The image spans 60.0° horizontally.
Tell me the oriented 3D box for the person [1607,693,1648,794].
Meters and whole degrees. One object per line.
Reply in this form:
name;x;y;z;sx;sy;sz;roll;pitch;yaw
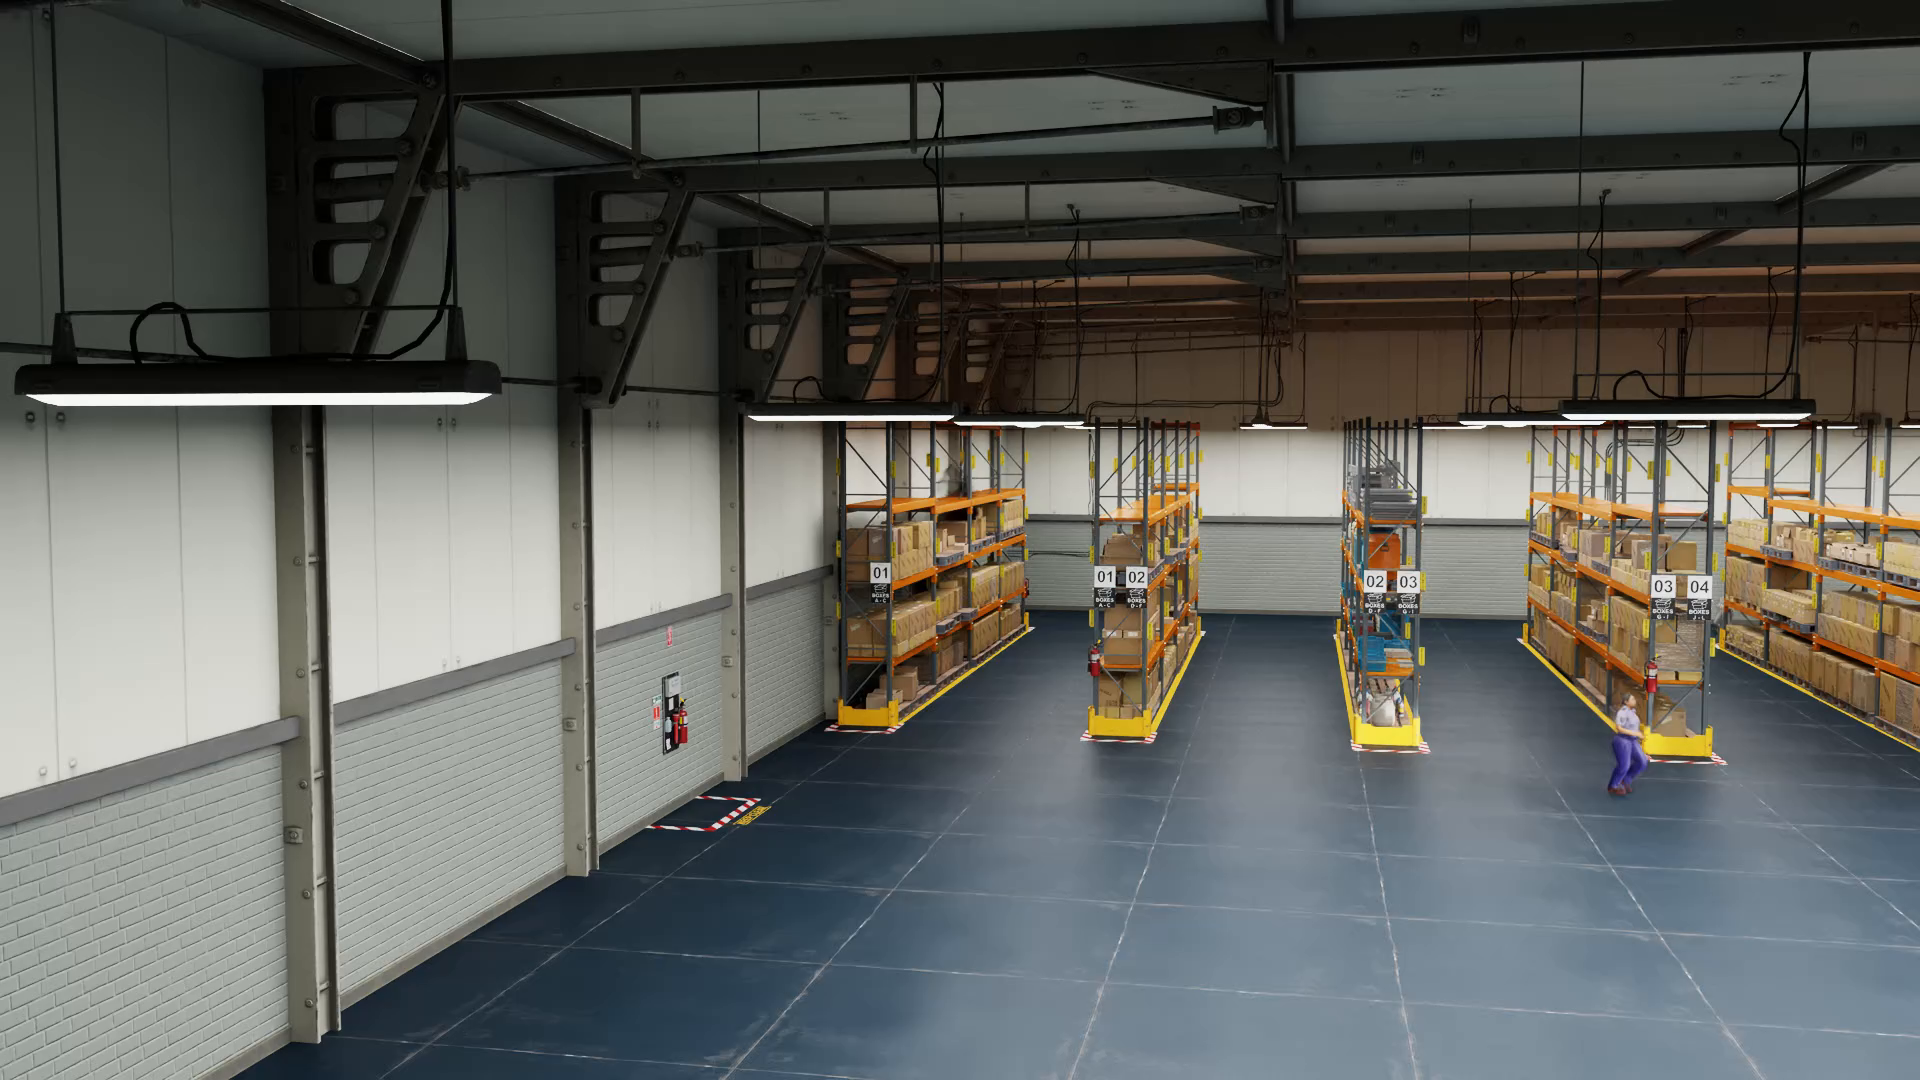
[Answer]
person;10.512;3.218;26.155;0.611;1.637;0.623;-4;5;-44

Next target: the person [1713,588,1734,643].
person;20.804;1.987;45.079;0.694;1.713;0.593;0;4;2
